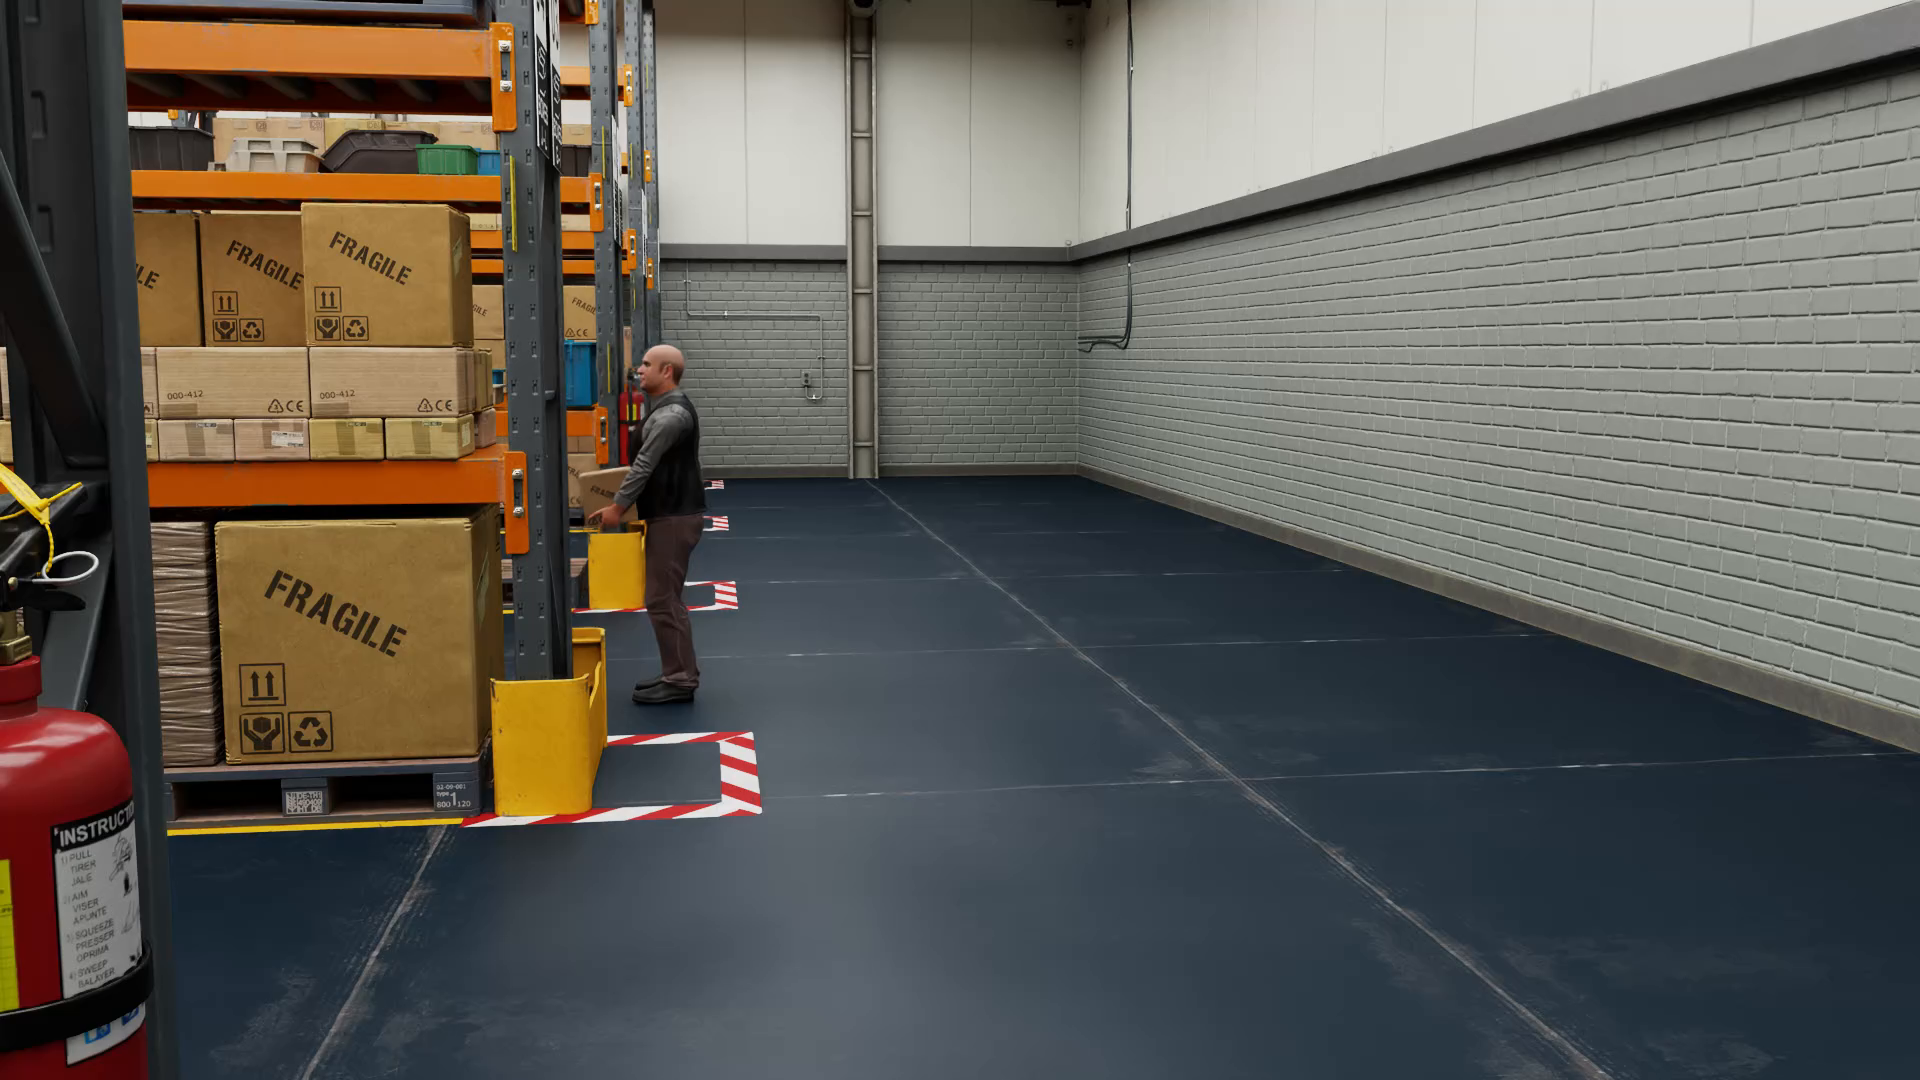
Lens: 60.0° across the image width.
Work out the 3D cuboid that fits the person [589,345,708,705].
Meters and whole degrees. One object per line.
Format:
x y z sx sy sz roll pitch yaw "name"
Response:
-1.506 -0.080 8.060 0.560 1.721 0.495 -1 7 -9 "person"
